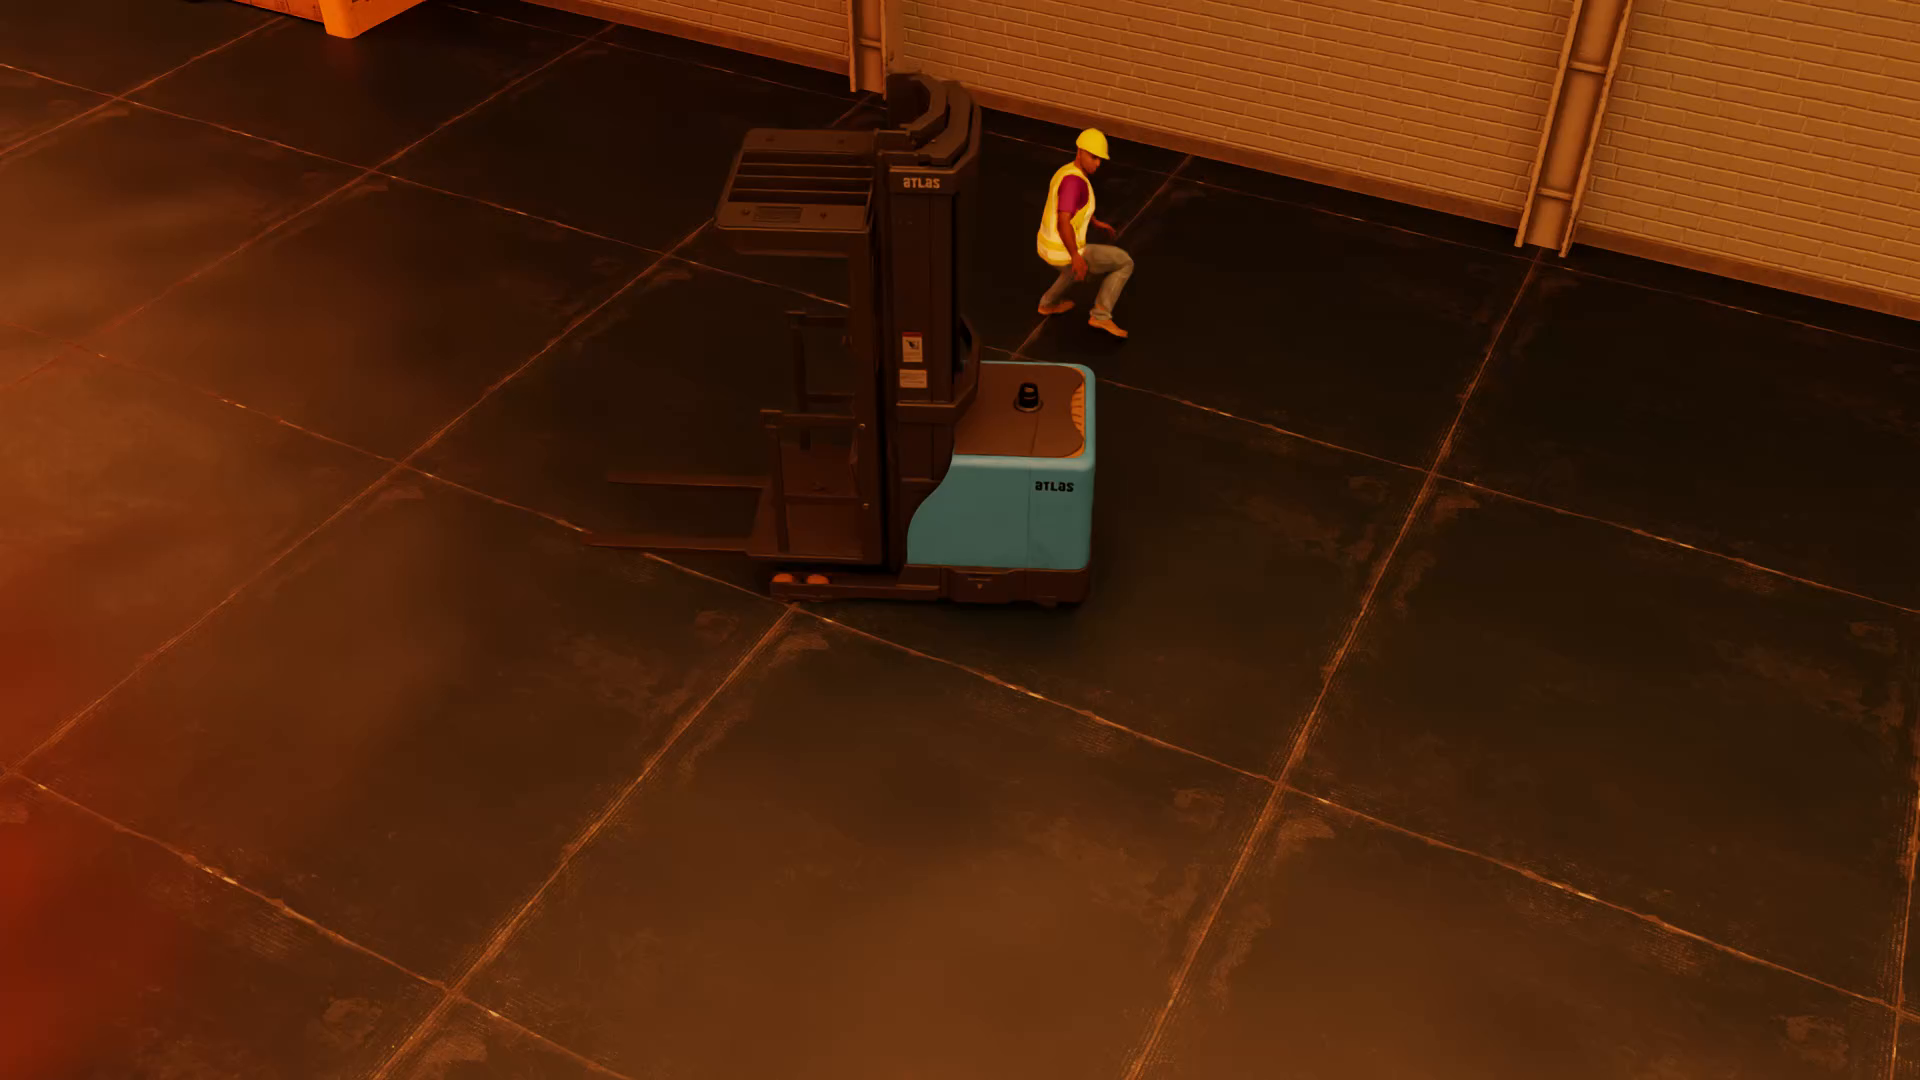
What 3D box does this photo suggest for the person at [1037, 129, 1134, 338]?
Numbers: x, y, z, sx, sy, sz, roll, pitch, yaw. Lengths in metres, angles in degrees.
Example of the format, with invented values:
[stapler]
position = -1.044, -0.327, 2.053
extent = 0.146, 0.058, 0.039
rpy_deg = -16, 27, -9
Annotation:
[person]
position = 0.888, -2.092, 11.620
extent = 0.693, 1.508, 0.841
rpy_deg = -11, 41, -13

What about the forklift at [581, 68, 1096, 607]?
[forklift]
position = -0.728, -1.091, 9.282
extent = 3.031, 2.935, 1.130
rpy_deg = 2, 40, 3
